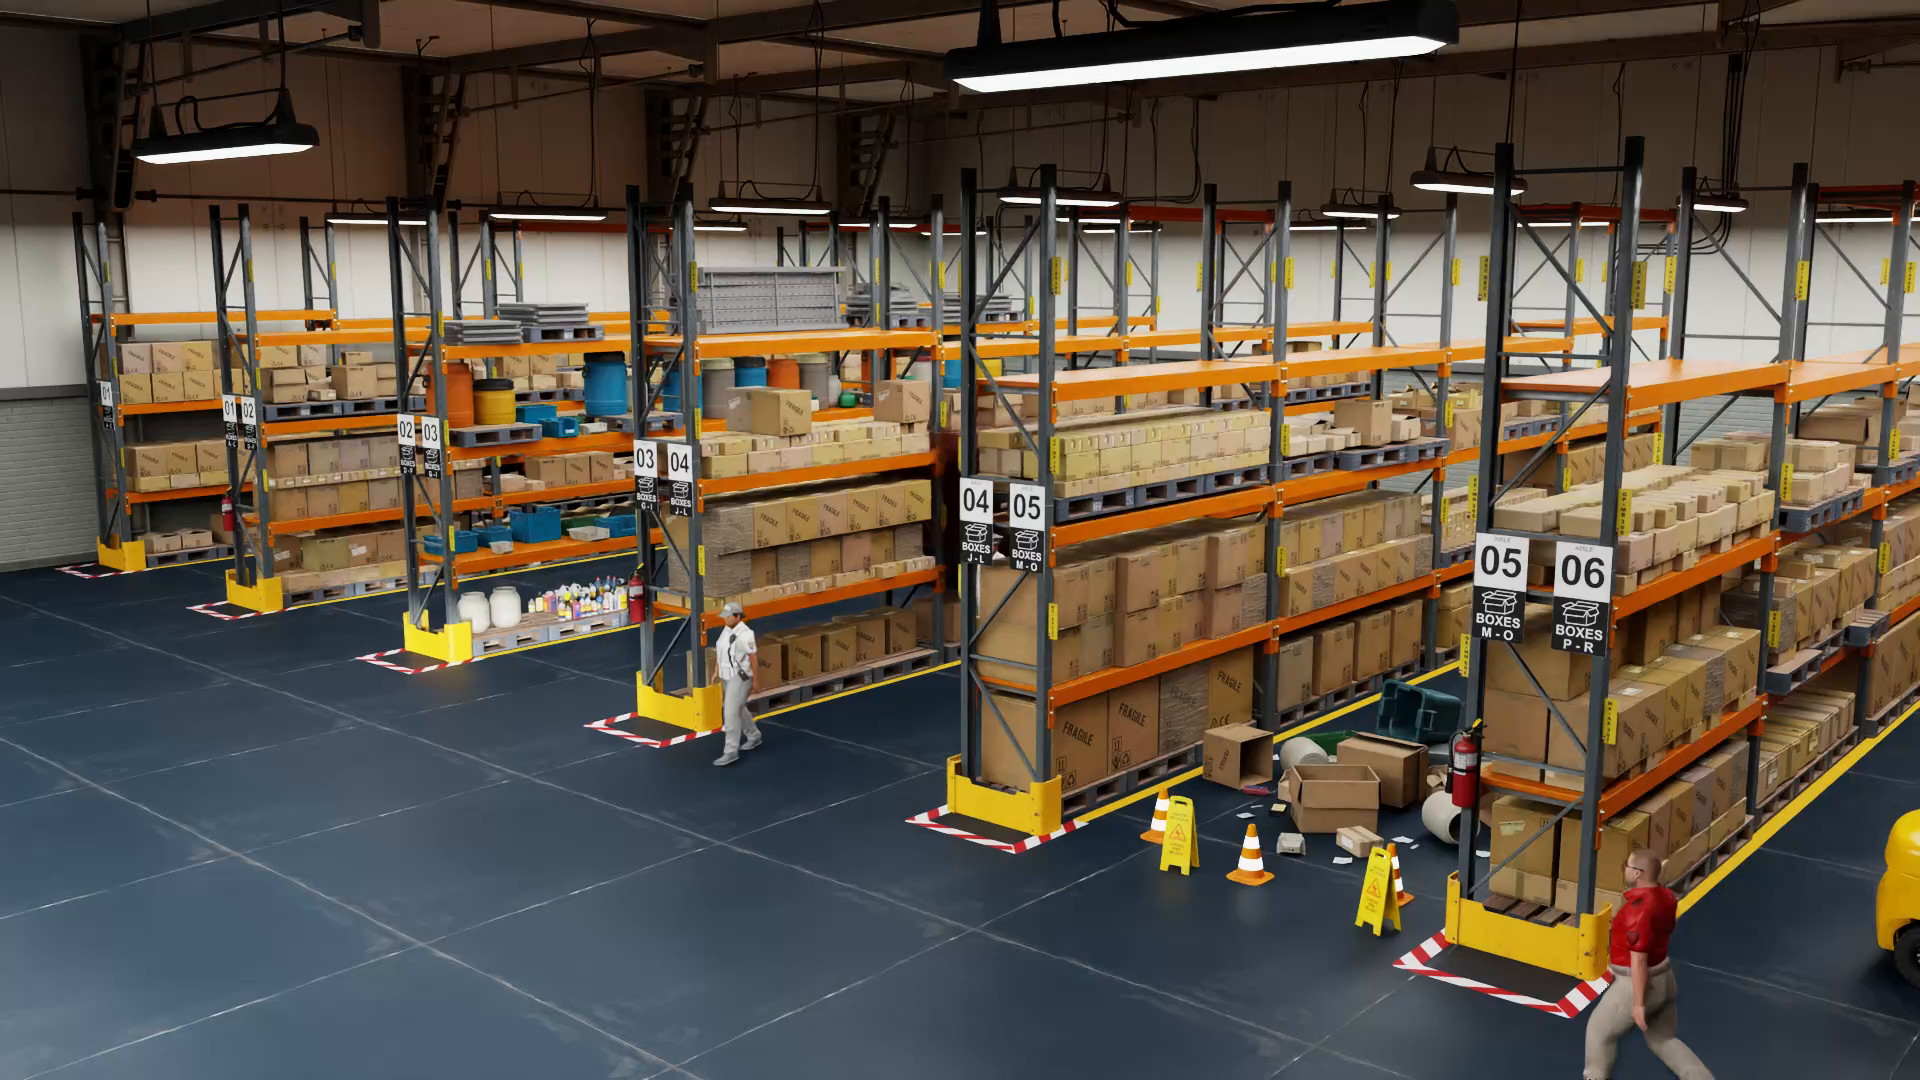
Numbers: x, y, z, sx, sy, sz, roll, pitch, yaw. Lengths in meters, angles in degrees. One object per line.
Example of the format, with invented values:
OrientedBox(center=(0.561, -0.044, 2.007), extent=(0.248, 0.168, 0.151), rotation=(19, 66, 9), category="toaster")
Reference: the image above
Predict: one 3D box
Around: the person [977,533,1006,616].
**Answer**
OrientedBox(center=(0.384, 0.741, 19.994), extent=(0.535, 1.663, 0.706), rotation=(6, 11, 31), category="person")

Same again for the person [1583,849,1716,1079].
OrientedBox(center=(4.138, 2.688, 10.013), extent=(1.019, 1.683, 0.538), rotation=(8, 13, 41), category="person")

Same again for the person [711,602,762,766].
OrientedBox(center=(-2.365, 1.480, 17.519), extent=(0.764, 1.637, 0.659), rotation=(-6, 11, -31), category="person")

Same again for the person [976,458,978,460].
OrientedBox(center=(0.295, -1.478, 34.761), extent=(0.759, 1.747, 0.623), rotation=(2, 10, 9), category="person")
